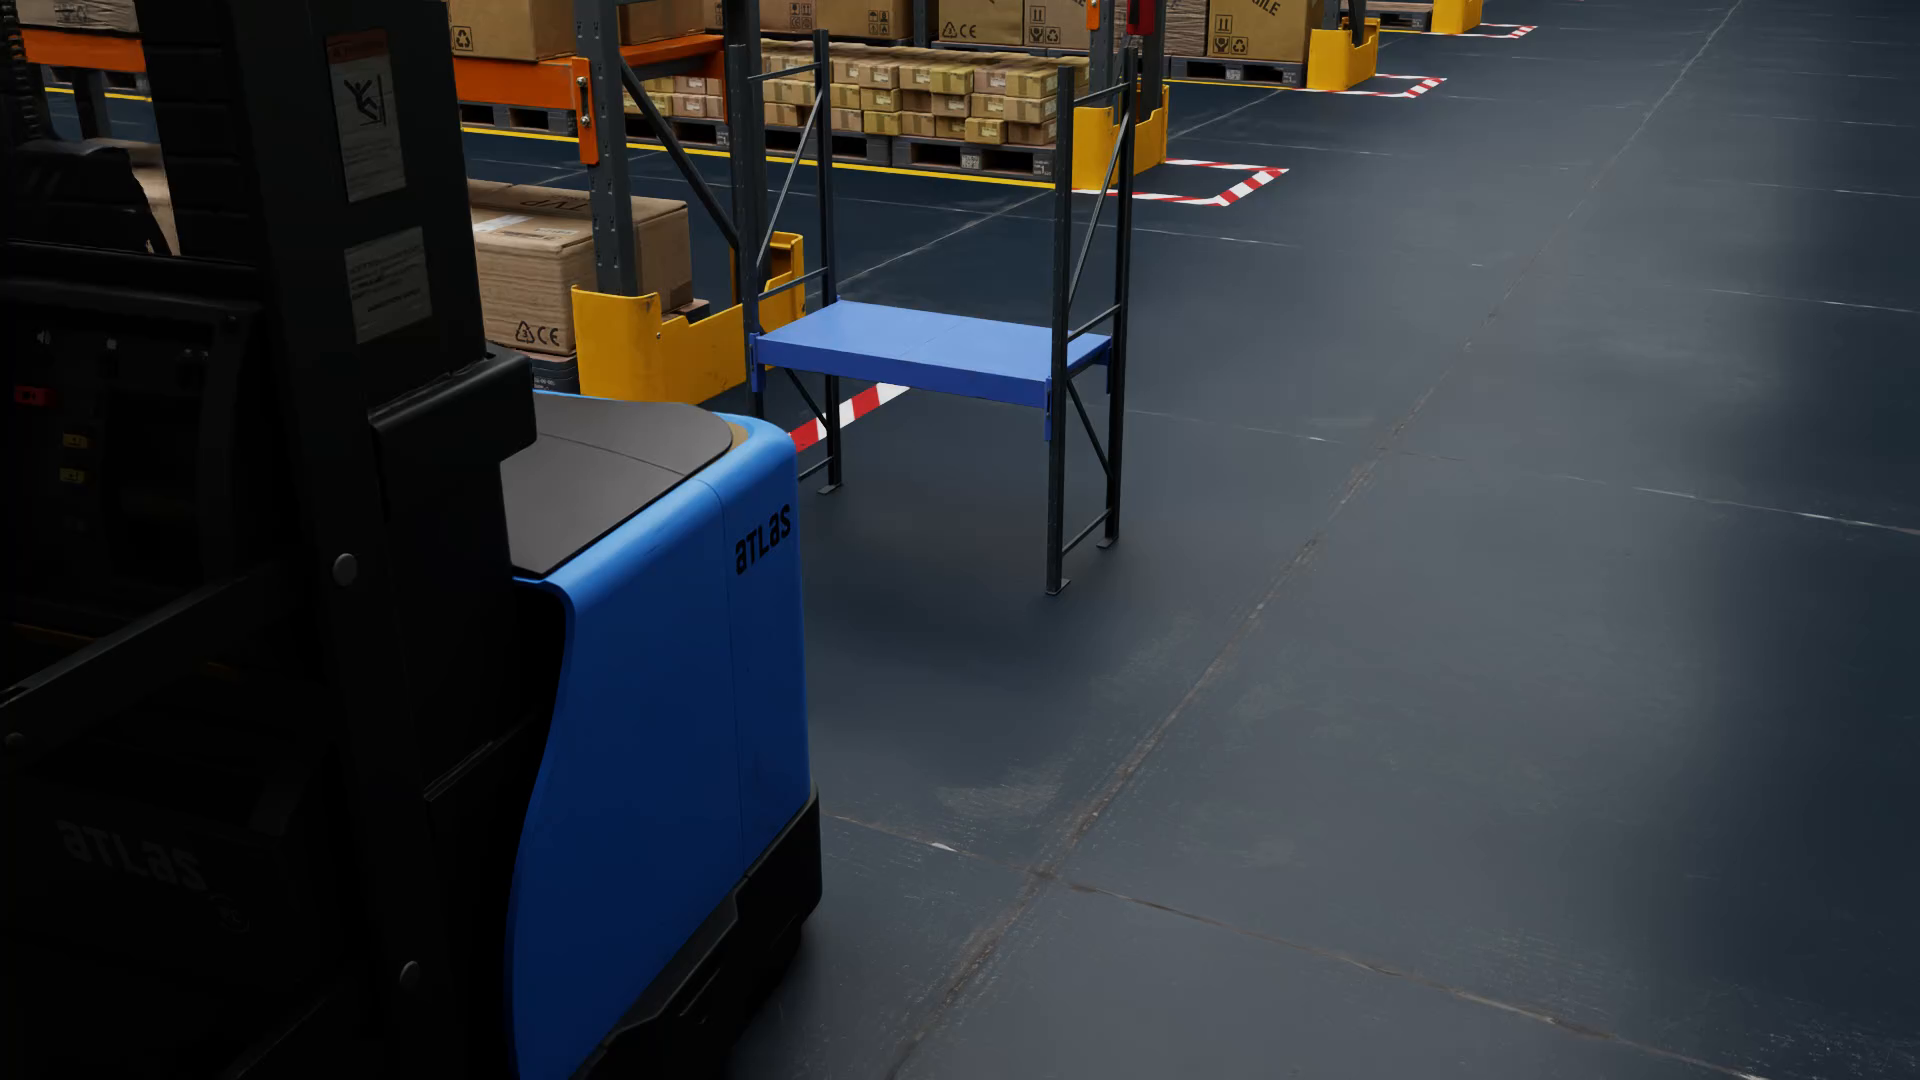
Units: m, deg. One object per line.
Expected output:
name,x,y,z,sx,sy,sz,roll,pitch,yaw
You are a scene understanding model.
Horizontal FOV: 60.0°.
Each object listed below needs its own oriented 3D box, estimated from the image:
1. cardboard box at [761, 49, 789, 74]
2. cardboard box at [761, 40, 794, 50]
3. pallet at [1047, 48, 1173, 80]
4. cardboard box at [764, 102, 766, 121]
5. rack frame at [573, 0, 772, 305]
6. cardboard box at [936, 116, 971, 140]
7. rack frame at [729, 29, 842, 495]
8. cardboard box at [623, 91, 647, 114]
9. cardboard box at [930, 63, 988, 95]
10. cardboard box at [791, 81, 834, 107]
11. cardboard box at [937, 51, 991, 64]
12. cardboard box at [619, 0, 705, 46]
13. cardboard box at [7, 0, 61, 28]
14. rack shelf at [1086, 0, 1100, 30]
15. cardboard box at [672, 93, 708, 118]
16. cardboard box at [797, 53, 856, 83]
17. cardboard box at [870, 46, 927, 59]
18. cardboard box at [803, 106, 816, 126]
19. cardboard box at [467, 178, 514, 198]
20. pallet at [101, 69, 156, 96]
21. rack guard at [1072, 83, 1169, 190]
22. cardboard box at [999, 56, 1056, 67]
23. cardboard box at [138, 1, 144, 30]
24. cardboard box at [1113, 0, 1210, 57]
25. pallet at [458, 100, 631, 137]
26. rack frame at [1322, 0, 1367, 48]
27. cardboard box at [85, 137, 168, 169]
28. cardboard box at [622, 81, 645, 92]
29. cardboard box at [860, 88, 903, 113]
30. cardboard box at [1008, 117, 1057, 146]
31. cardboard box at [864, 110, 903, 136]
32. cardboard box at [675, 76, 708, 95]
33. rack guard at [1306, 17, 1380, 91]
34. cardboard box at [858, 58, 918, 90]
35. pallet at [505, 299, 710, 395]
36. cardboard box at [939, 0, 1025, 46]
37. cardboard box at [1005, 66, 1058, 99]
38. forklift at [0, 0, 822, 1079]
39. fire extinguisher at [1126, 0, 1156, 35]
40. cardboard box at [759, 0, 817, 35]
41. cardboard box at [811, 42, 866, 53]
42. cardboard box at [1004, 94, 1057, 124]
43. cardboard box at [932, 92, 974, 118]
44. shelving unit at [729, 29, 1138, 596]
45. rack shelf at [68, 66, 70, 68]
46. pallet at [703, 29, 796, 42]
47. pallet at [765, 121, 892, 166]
cardboard box,-1.386,-3.295,11.511,0.250,0.149,0.380,12,26,26
cardboard box,-1.397,-3.519,12.037,0.250,0.149,0.380,12,26,26
pallet,1.564,-4.536,15.646,1.213,0.211,1.003,11,25,25
cardboard box,-1.332,-3.051,11.697,0.250,0.149,0.380,10,25,22
rack frame,-1.073,-2.028,6.187,0.127,3.000,1.000,11,25,25
cardboard box,0.034,-2.763,11.021,0.250,0.149,0.380,11,25,24
rack frame,-0.530,-0.795,5.203,0.032,1.500,0.500,11,25,25
cardboard box,-2.320,-3.186,12.016,0.250,0.149,0.380,10,25,22
cardboard box,-0.004,-3.001,10.820,0.250,0.149,0.380,11,25,23
cardboard box,-0.941,-3.056,11.328,0.250,0.149,0.380,11,26,25
cardboard box,0.030,-3.252,11.410,0.250,0.149,0.380,10,25,22
cardboard box,-1.372,-2.259,6.602,0.500,0.500,0.500,11,25,24
cardboard box,-3.895,-2.516,7.206,0.500,0.500,0.500,11,26,25
rack shelf,-0.715,-3.797,11.265,4.000,0.370,1.077,11,25,25
cardboard box,-1.837,-3.113,11.844,0.250,0.149,0.380,11,25,24
cardboard box,-0.903,-3.218,11.331,0.250,0.149,0.380,11,26,25
cardboard box,-0.428,-3.367,11.680,0.250,0.149,0.380,12,26,25
cardboard box,-0.875,-2.952,11.464,0.250,0.149,0.380,12,26,26
cardboard box,-2.528,-1.283,7.171,0.875,0.438,0.875,12,26,26
pallet,-6.739,-4.070,14.551,1.213,0.211,1.003,11,25,25
rack guard,1.002,-2.638,10.815,0.348,0.500,1.175,11,25,25
cardboard box,0.455,-3.148,11.166,0.250,0.149,0.380,12,26,25
cardboard box,-2.995,-2.335,6.780,0.500,0.500,0.500,12,26,26
cardboard box,1.979,-4.951,15.237,0.875,0.875,0.875,11,25,25
pallet,-3.195,-3.335,12.823,1.213,0.211,1.003,11,25,25
rack frame,3.398,-5.490,14.325,0.127,3.000,1.000,11,25,25
cardboard box,-4.131,-1.601,7.918,0.875,0.438,0.875,11,25,24
cardboard box,-2.321,-3.324,11.959,0.250,0.149,0.380,12,26,27
cardboard box,-0.462,-2.965,11.115,0.250,0.149,0.380,12,26,25
cardboard box,0.506,-2.677,10.817,0.250,0.149,0.380,12,26,25
cardboard box,-0.448,-2.825,11.167,0.250,0.149,0.380,10,25,22
cardboard box,-1.821,-3.280,11.856,0.250,0.149,0.380,11,25,24
rack guard,3.419,-4.335,14.805,0.348,0.500,1.175,11,25,25
cardboard box,-0.471,-3.097,11.045,0.250,0.149,0.380,12,26,26
pallet,-1.822,-0.859,7.000,1.213,0.211,1.003,11,25,25
cardboard box,0.381,-5.267,15.980,0.875,0.875,0.875,11,25,25
cardboard box,0.483,-2.935,10.665,0.250,0.149,0.380,12,26,25
forklift,-1.271,-0.105,1.753,1.130,2.935,3.031,8,24,19
fire extinguisher,1.086,-3.362,9.898,0.183,0.674,0.296,11,25,25
cardboard box,-1.550,-5.675,16.939,0.875,0.875,1.225,10,25,23
cardboard box,-0.868,-3.460,11.899,0.250,0.149,0.380,10,25,23
cardboard box,0.470,-2.787,10.696,0.250,0.149,0.380,10,25,23
cardboard box,0.006,-2.878,10.911,0.250,0.149,0.380,10,25,22
shelving unit,-0.076,-0.705,4.992,1.048,1.500,0.538,11,25,25
rack shelf,-6.428,-2.757,8.819,4.000,0.370,1.077,11,25,25
pallet,-1.987,-5.237,17.296,1.213,0.211,1.003,11,25,25
pallet,-0.792,-2.877,11.745,1.213,0.211,1.003,11,25,25
